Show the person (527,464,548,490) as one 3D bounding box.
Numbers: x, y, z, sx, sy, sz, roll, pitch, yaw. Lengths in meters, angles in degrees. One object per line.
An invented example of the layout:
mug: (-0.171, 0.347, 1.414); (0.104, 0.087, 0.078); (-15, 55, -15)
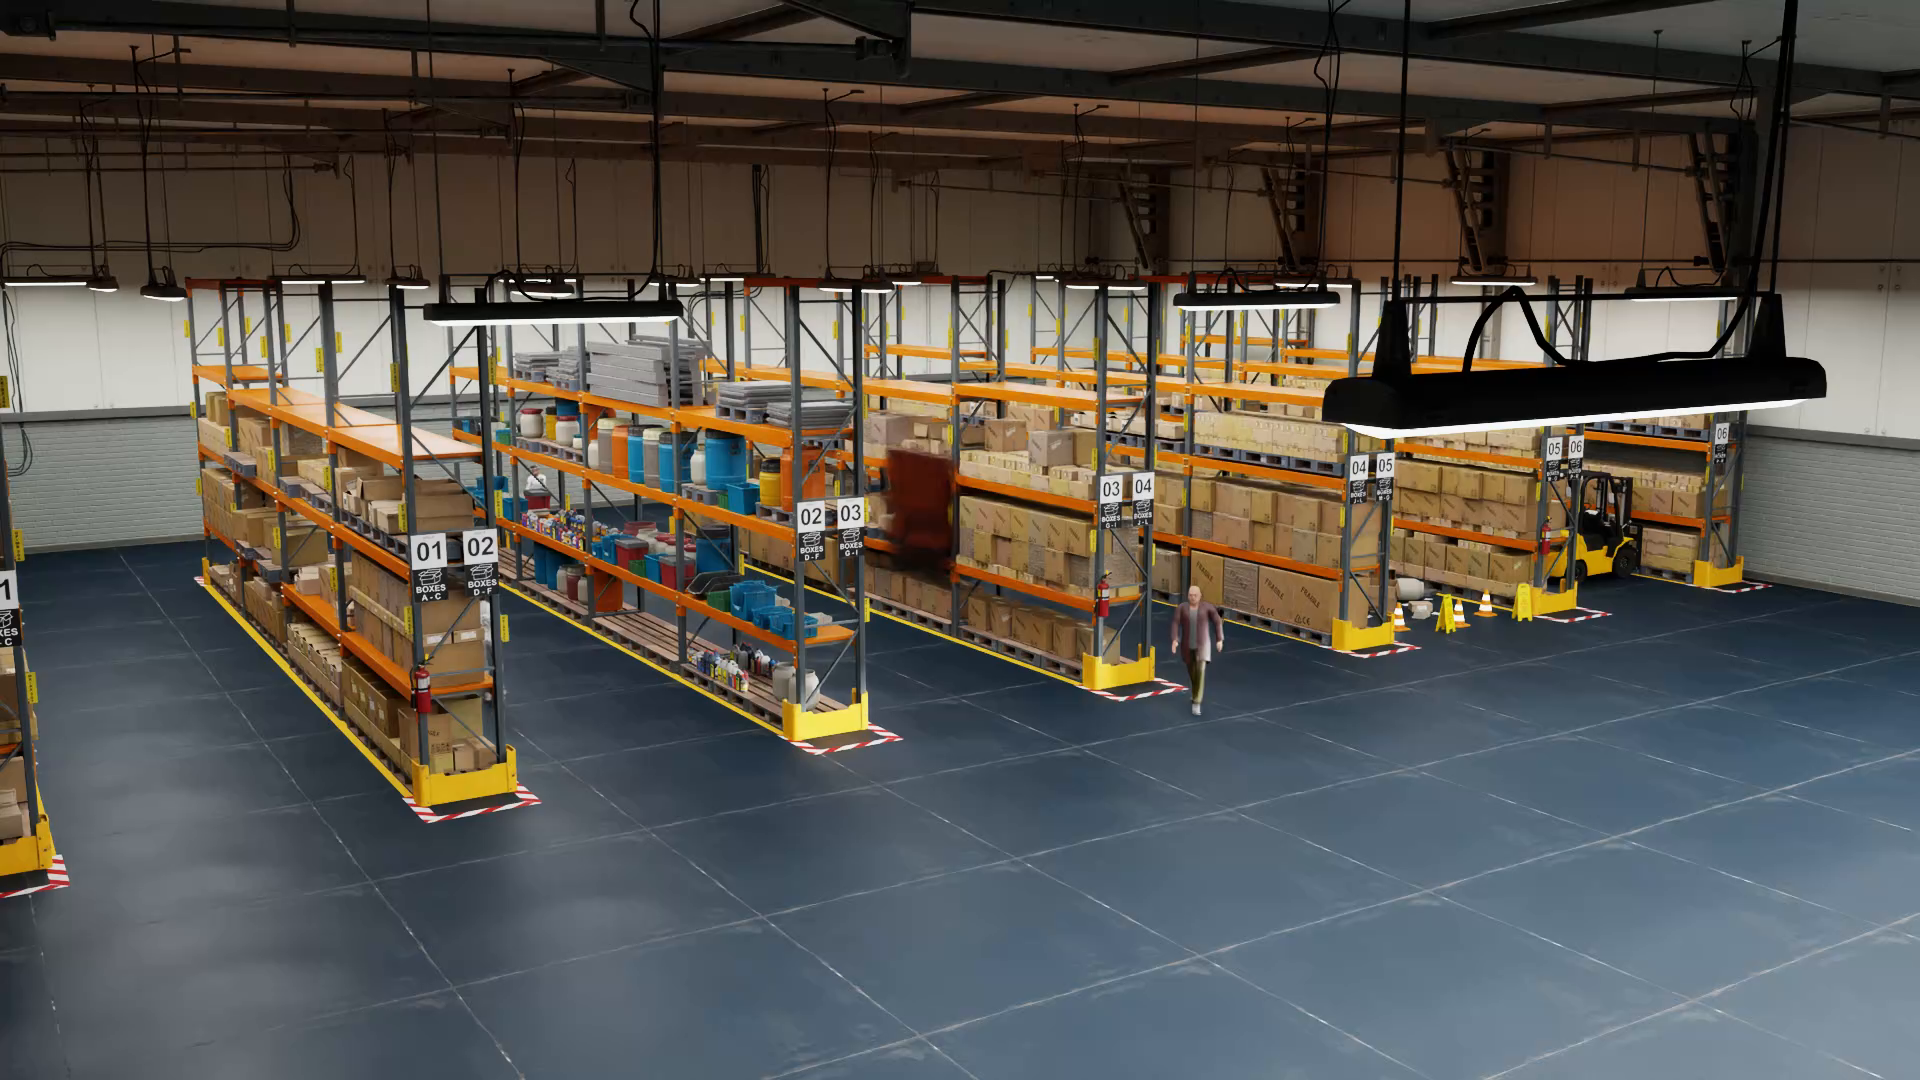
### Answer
person: (-9.903, -0.993, 38.920); (0.492, 1.627, 0.818); (-6, 12, -34)

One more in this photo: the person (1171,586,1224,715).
person: (3.358, 1.560, 23.720); (0.695, 1.640, 1.020); (5, 11, 27)

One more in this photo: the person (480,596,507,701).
person: (-6.874, 1.482, 24.135); (0.498, 1.665, 0.458); (-3, 10, -17)
